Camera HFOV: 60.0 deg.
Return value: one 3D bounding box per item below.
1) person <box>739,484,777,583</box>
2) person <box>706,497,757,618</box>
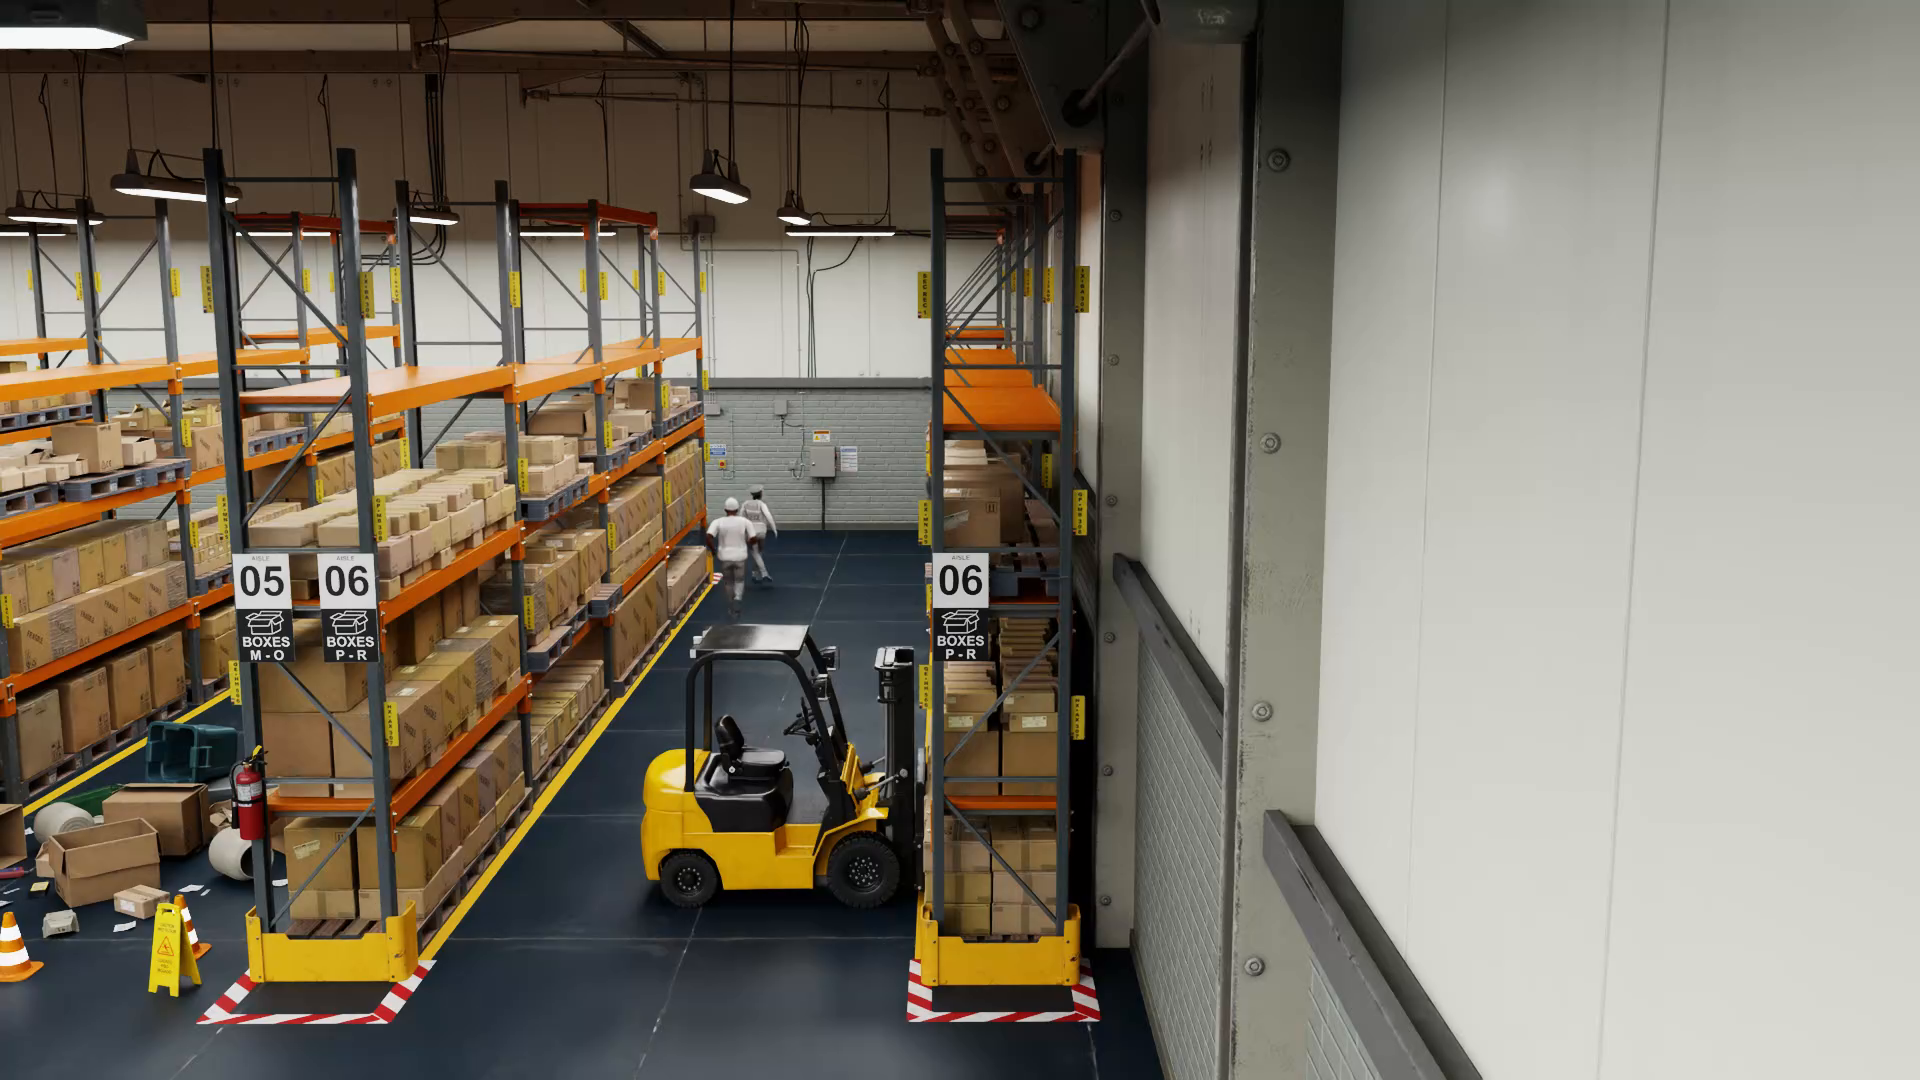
[{"bbox_3d":[-3.356,-0.080,27.743,0.649,1.706,0.807,0,9,-2],"label":"person"},{"bbox_3d":[-3.208,0.293,23.452,0.697,1.785,0.824,-1,9,-5],"label":"person"}]
